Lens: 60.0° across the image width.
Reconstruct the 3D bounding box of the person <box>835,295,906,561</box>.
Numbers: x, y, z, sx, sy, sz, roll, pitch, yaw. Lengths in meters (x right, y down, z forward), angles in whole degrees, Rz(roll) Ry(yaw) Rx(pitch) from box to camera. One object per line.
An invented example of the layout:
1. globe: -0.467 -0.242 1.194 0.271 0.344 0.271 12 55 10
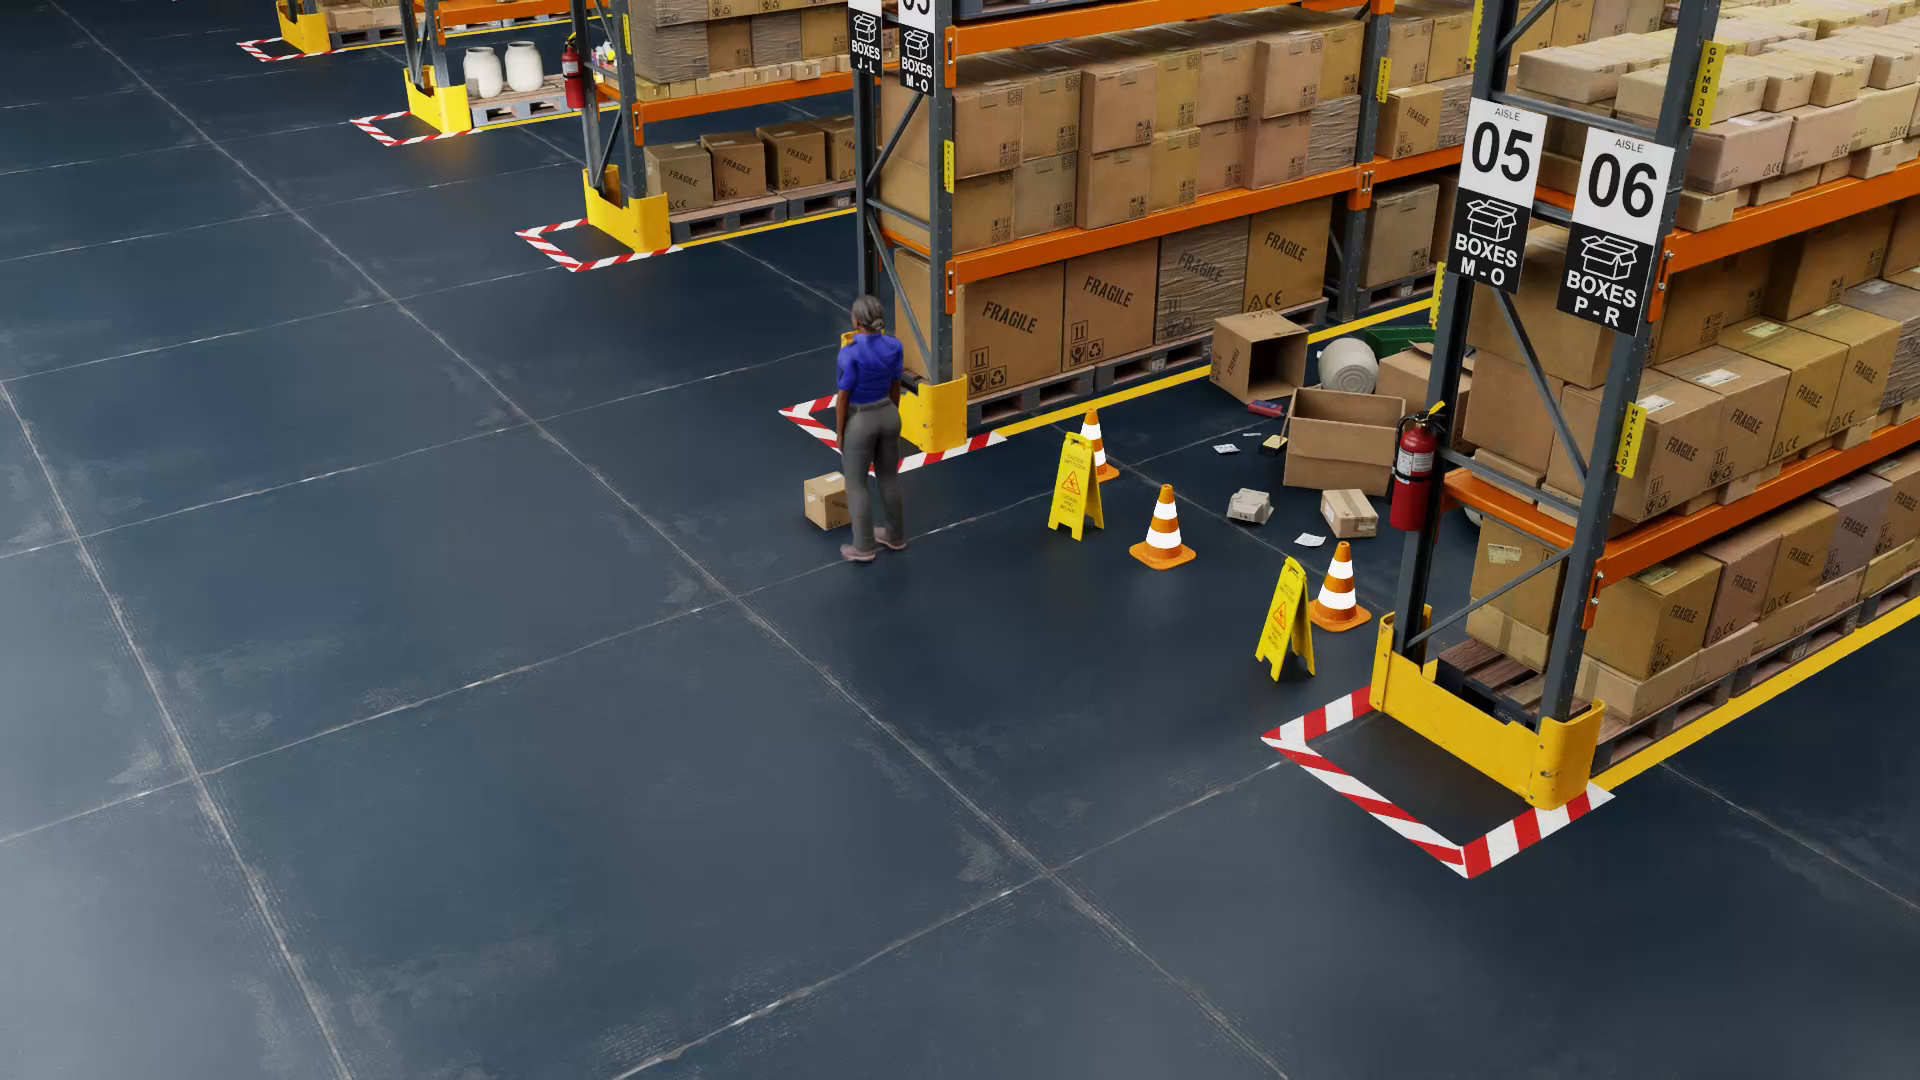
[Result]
1. person: -0.543 -0.660 9.857 0.438 1.680 0.316 -18 34 -29
